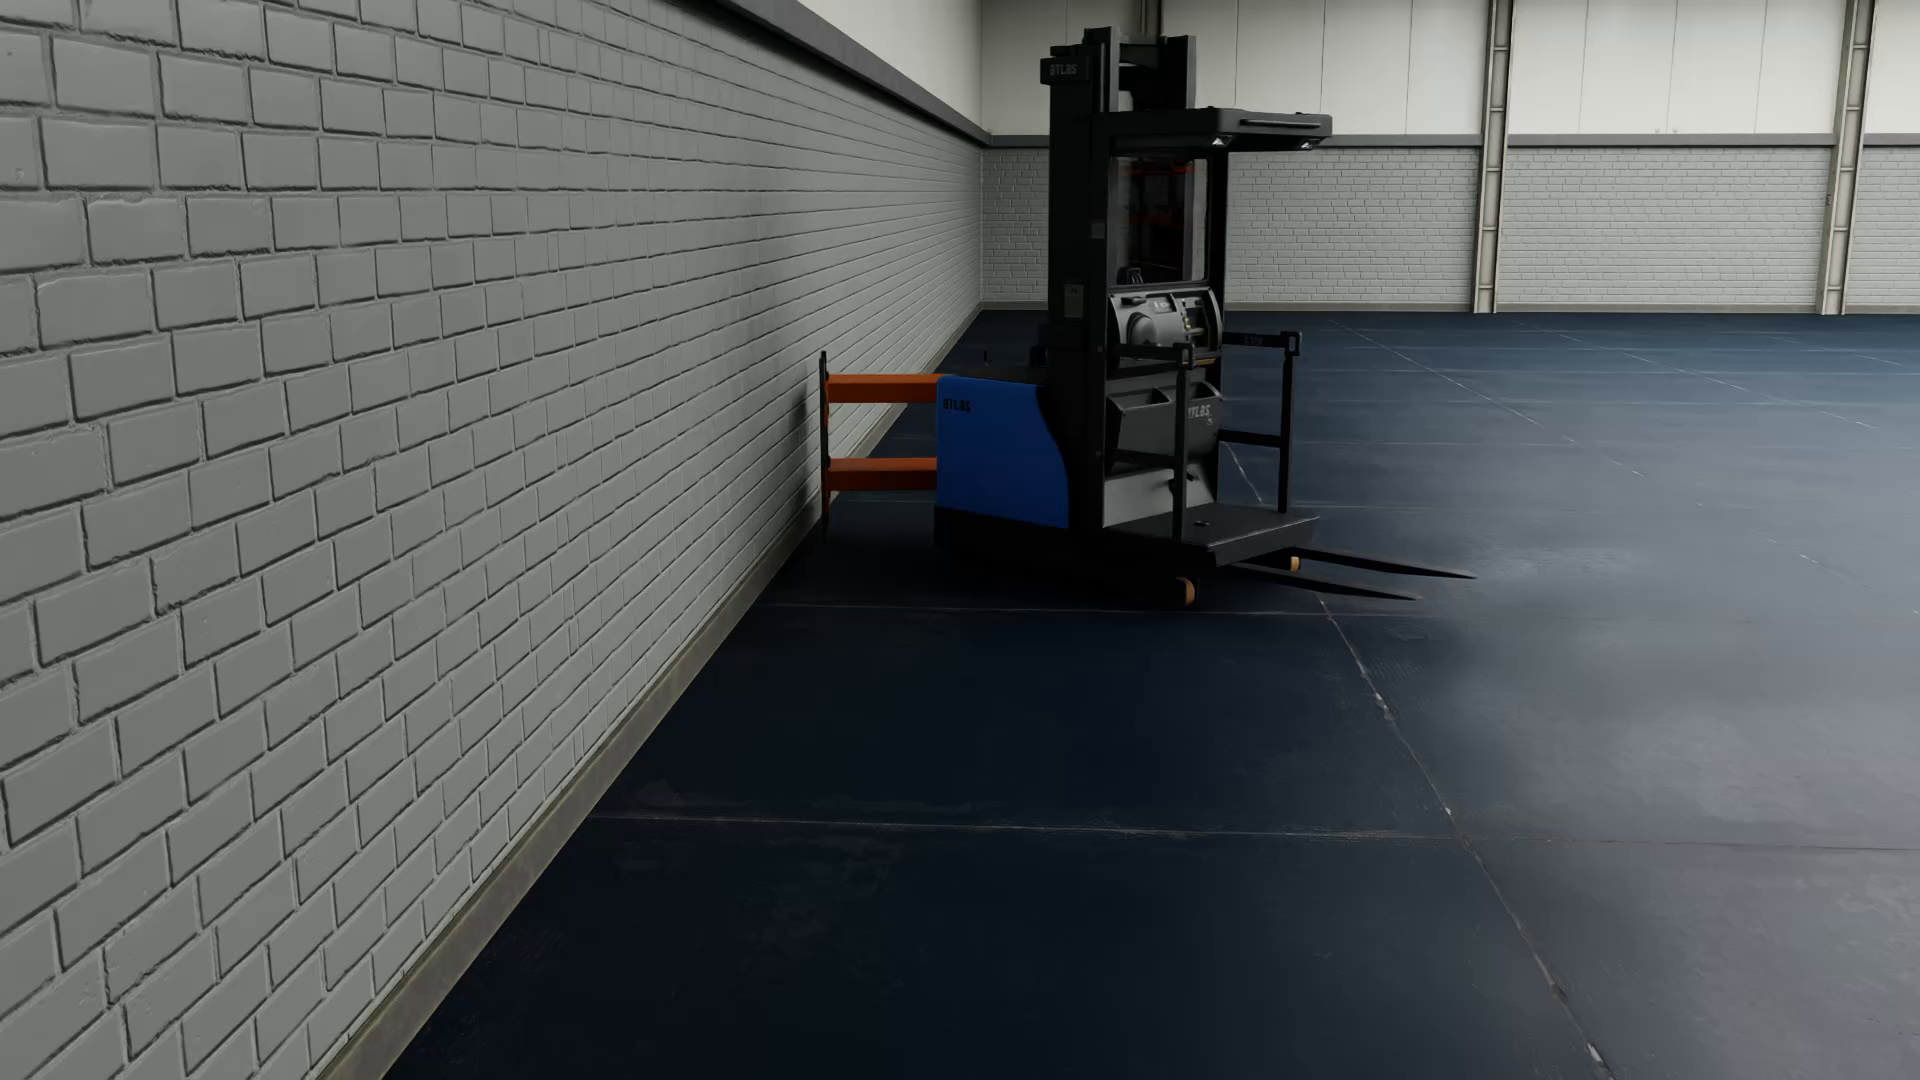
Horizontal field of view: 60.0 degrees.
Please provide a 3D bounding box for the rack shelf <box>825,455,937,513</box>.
[{"bbox_3d":[-0.337,-0.357,10.423,1.000,0.278,0.538,-1,12,-3],"label":"rack shelf"}]

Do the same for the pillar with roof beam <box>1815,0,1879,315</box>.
[{"bbox_3d":[15.048,-7.514,24.211,0.400,9.000,9.100,1,12,4],"label":"pillar with roof beam"}]

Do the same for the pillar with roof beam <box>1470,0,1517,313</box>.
[{"bbox_3d":[9.062,-7.596,24.604,0.400,9.000,9.100,1,12,4],"label":"pillar with roof beam"}]

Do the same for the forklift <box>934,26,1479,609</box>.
[{"bbox_3d":[1.267,-1.200,8.846,3.031,2.935,1.130,11,16,42],"label":"forklift"}]

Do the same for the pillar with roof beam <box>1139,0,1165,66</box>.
[{"bbox_3d":[3.075,-7.678,24.996,0.400,9.000,9.100,1,12,4],"label":"pillar with roof beam"}]

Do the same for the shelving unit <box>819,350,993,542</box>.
[{"bbox_3d":[-0.337,-0.597,10.373,1.048,1.125,0.538,-1,12,-3],"label":"shelving unit"}]

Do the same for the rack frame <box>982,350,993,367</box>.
[{"bbox_3d":[0.171,-0.603,10.402,0.032,1.125,0.500,-1,12,-3],"label":"rack frame"}]

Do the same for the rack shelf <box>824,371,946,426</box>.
[{"bbox_3d":[-0.337,-0.883,10.313,1.000,0.278,0.538,-1,12,-3],"label":"rack shelf"}]

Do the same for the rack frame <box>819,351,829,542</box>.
[{"bbox_3d":[-0.844,-0.591,10.345,0.032,1.125,0.500,-1,12,-3],"label":"rack frame"}]
